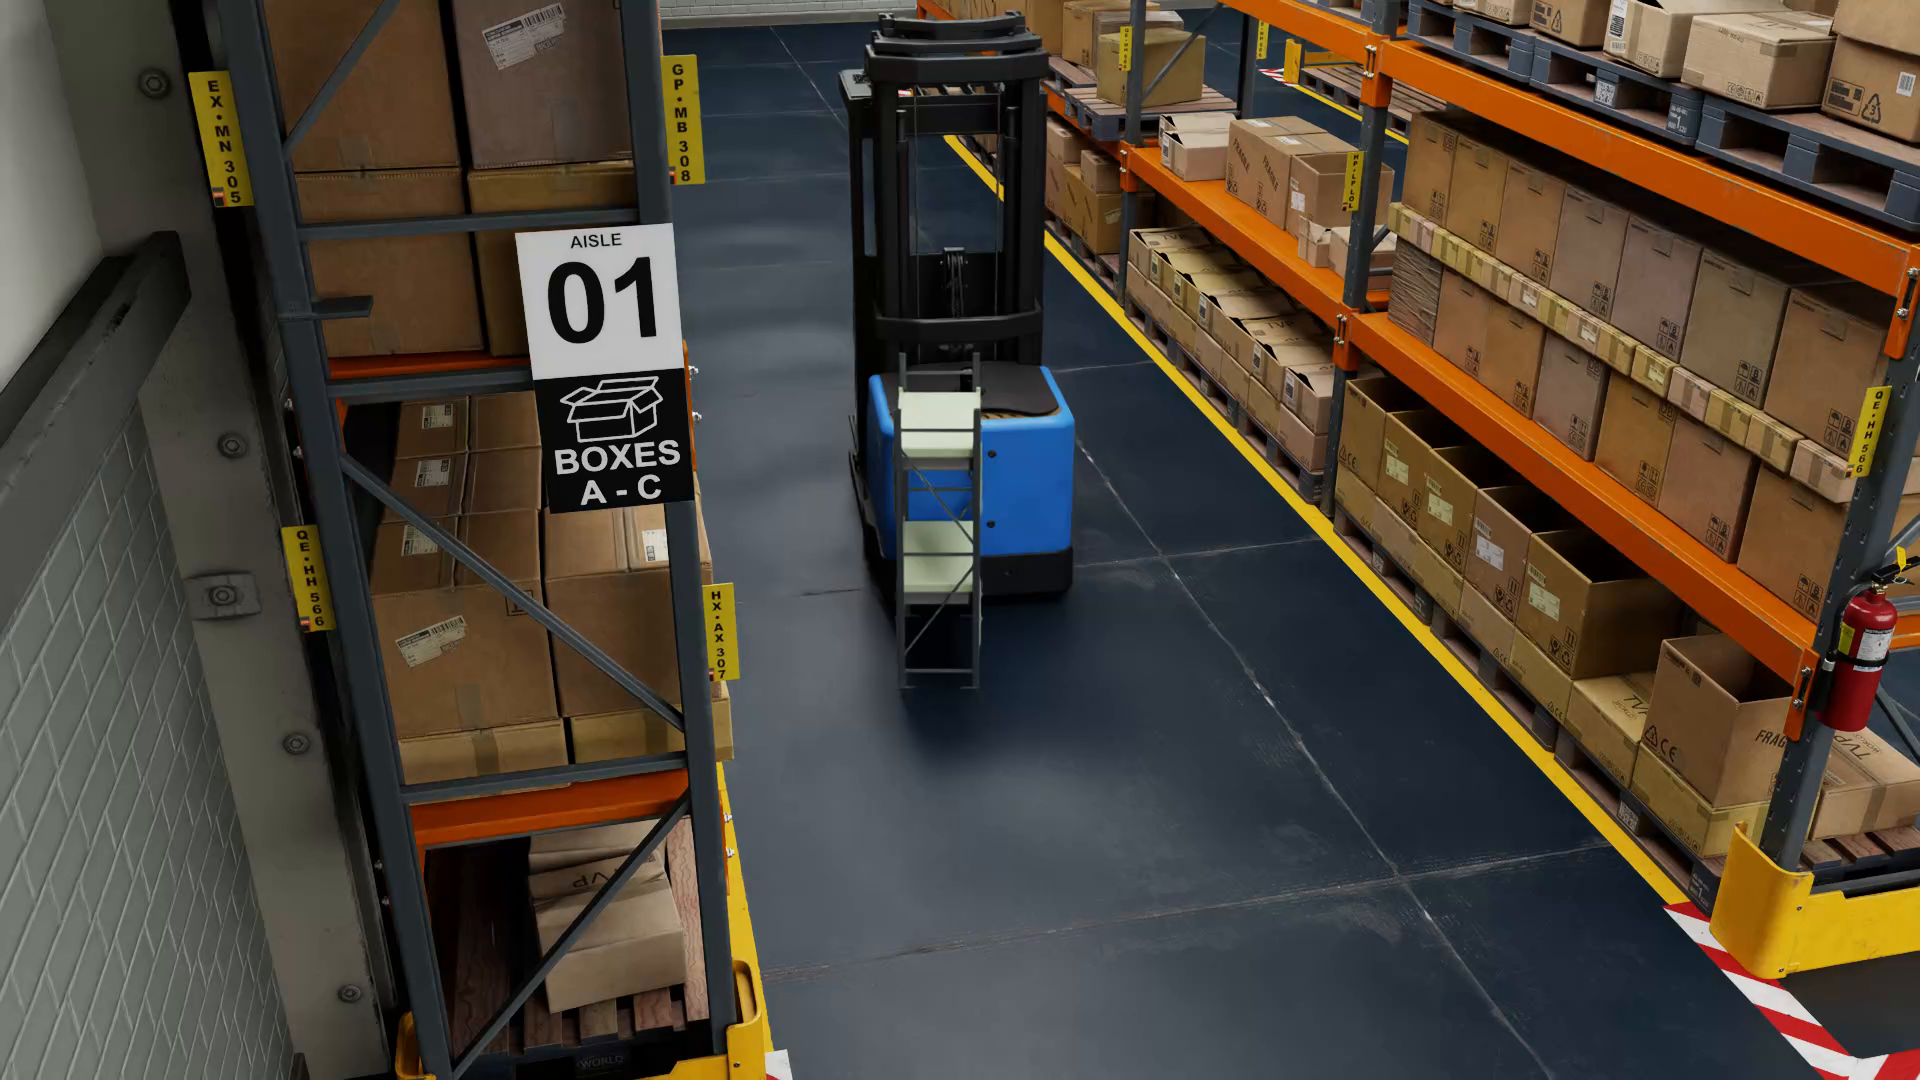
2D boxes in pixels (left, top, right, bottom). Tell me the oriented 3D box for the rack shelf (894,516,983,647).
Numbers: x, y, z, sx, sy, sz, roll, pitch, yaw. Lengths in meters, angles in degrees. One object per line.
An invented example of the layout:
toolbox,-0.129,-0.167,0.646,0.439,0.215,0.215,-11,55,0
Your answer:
rack shelf,-0.103,0.198,8.418,0.431,0.370,0.720,0,27,0

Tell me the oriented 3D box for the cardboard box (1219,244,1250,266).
cardboard box,2.265,-2.077,12.500,0.500,0.311,0.500,-6,27,-12

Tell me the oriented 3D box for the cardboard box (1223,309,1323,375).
cardboard box,2.081,-1.350,11.058,0.500,0.311,0.500,-6,27,-12

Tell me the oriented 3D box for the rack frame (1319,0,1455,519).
rack frame,2.685,-1.544,9.479,1.000,3.000,0.127,-6,27,-12

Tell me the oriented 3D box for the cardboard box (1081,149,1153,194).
cardboard box,1.327,-3.126,14.068,0.500,0.250,0.500,-5,27,-10

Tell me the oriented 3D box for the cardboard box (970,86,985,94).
cardboard box,0.454,-4.962,18.534,0.797,0.503,0.637,-6,27,-12

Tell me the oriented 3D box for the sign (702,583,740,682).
sign,-0.710,0.275,4.915,0.100,0.325,0.005,-6,27,-12

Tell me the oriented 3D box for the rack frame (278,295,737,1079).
rack frame,-1.239,0.717,5.000,1.000,3.000,0.127,-6,27,-12

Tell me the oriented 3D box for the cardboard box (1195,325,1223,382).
cardboard box,1.968,-1.326,11.635,0.500,0.250,0.500,-5,27,-11

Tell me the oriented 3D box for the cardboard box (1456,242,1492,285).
cardboard box,2.734,-1.402,8.368,0.380,0.149,0.250,-6,27,-12

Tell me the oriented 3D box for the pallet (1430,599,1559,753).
pallet,3.102,0.591,8.344,1.003,0.211,1.213,-6,27,-12

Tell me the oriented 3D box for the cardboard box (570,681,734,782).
cardboard box,-1.040,0.529,5.518,0.500,0.250,0.500,-7,28,-13

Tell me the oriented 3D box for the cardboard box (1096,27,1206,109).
cardboard box,1.532,-3.797,13.366,0.700,0.500,0.500,-16,31,-29

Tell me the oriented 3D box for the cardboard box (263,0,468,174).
cardboard box,-1.591,-1.285,4.394,0.500,0.500,0.500,-5,27,-9

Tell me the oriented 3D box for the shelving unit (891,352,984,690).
shelving unit,-0.103,-0.094,8.271,0.431,1.500,0.755,0,27,0

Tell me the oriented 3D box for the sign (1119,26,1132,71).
sign,1.257,-3.722,12.598,0.100,0.325,0.005,-6,27,-12

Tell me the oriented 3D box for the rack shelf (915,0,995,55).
rack shelf,0.431,-5.612,18.339,1.077,0.370,4.000,-6,27,-12

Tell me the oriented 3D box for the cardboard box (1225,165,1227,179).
cardboard box,2.126,-2.633,11.917,0.380,0.149,0.250,-4,27,-8

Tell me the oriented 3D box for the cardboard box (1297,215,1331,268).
cardboard box,2.308,-1.851,10.237,0.396,0.266,0.258,-7,28,-13

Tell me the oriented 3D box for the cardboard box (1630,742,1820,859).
cardboard box,3.178,1.047,6.932,0.500,0.250,0.500,-6,27,-12

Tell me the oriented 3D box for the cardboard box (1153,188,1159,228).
cardboard box,1.836,-2.838,14.330,0.500,0.500,0.500,-7,28,-13

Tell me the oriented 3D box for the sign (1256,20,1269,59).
sign,2.323,-3.874,12.812,0.100,0.325,0.005,-6,27,-12

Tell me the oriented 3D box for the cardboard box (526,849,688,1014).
cardboard box,-1.307,1.408,6.127,0.500,0.311,0.500,-9,28,-17

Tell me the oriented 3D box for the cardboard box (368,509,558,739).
cardboard box,-1.552,0.255,5.228,0.500,0.500,0.500,-6,27,-12

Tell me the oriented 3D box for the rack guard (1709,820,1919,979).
rack guard,3.592,1.339,6.543,1.175,0.500,0.348,-6,27,-12

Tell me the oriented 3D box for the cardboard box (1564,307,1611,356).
cardboard box,2.963,-0.951,7.474,0.380,0.149,0.250,-6,27,-12

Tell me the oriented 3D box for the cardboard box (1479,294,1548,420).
cardboard box,3.025,-0.943,8.177,0.700,0.500,0.500,-6,27,-11

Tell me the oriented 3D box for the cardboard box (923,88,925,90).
cardboard box,-0.260,-5.517,20.026,0.380,0.149,0.250,-6,27,-12

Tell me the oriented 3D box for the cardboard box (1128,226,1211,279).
cardboard box,1.615,-2.250,12.842,0.500,0.311,0.500,-5,27,-10

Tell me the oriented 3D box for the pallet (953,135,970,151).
pallet,0.450,-4.649,18.726,1.003,0.211,1.213,-6,27,-12

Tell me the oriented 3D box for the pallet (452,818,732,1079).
pallet,-1.405,1.568,6.408,1.003,0.211,1.213,-6,27,-12

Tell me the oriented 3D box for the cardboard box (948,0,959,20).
cardboard box,0.166,-5.968,18.135,0.500,0.500,0.500,-6,27,-11

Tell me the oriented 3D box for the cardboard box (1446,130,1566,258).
cardboard box,2.906,-1.751,8.340,0.700,0.500,0.500,-6,27,-12

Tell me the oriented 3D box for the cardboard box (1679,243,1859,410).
cardboard box,3.358,-0.871,6.596,0.700,0.500,0.500,-7,28,-13

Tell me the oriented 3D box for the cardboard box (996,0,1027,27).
cardboard box,0.771,-5.057,15.863,0.700,0.500,0.500,-16,31,-29

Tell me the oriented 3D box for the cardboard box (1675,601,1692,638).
cardboard box,3.442,0.222,7.734,0.500,0.500,0.500,-6,27,-12

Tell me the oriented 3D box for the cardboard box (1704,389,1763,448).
cardboard box,3.196,-0.497,6.575,0.380,0.149,0.250,-6,27,-12

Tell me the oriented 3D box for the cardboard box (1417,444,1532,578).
cardboard box,2.710,-0.164,8.499,0.500,0.500,0.500,-6,27,-12

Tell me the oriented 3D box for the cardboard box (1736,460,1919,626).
cardboard box,3.494,-0.038,6.386,0.700,0.500,0.500,-6,27,-12

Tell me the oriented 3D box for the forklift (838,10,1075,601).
forklift,-0.102,-1.615,9.697,1.130,2.935,3.031,-4,27,-7

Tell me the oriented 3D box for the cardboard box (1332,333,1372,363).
cardboard box,2.727,-1.181,10.724,0.500,0.311,0.500,-6,27,-12

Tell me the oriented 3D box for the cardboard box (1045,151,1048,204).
cardboard box,0.990,-3.446,15.534,0.500,0.500,0.500,-6,27,-11

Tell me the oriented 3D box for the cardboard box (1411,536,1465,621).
cardboard box,2.709,0.171,8.668,0.500,0.250,0.500,-6,27,-12

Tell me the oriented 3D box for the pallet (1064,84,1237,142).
pallet,1.562,-3.504,13.577,1.213,0.211,1.003,-6,27,-12

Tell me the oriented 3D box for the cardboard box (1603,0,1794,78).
cardboard box,2.945,-2.060,6.650,0.500,0.311,0.500,-3,27,-6

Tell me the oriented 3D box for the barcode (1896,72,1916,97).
barcode,3.048,-1.469,5.359,0.001,0.075,0.075,-6,27,-12

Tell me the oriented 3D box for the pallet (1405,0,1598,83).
pallet,2.902,-2.471,8.087,1.003,0.211,1.213,-6,27,-12

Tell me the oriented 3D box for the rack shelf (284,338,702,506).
rack shelf,-1.690,-1.179,6.226,1.077,0.370,4.000,-6,27,-12

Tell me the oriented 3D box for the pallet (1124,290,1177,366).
pallet,1.931,-1.689,12.863,1.003,0.211,1.213,-6,27,-12
